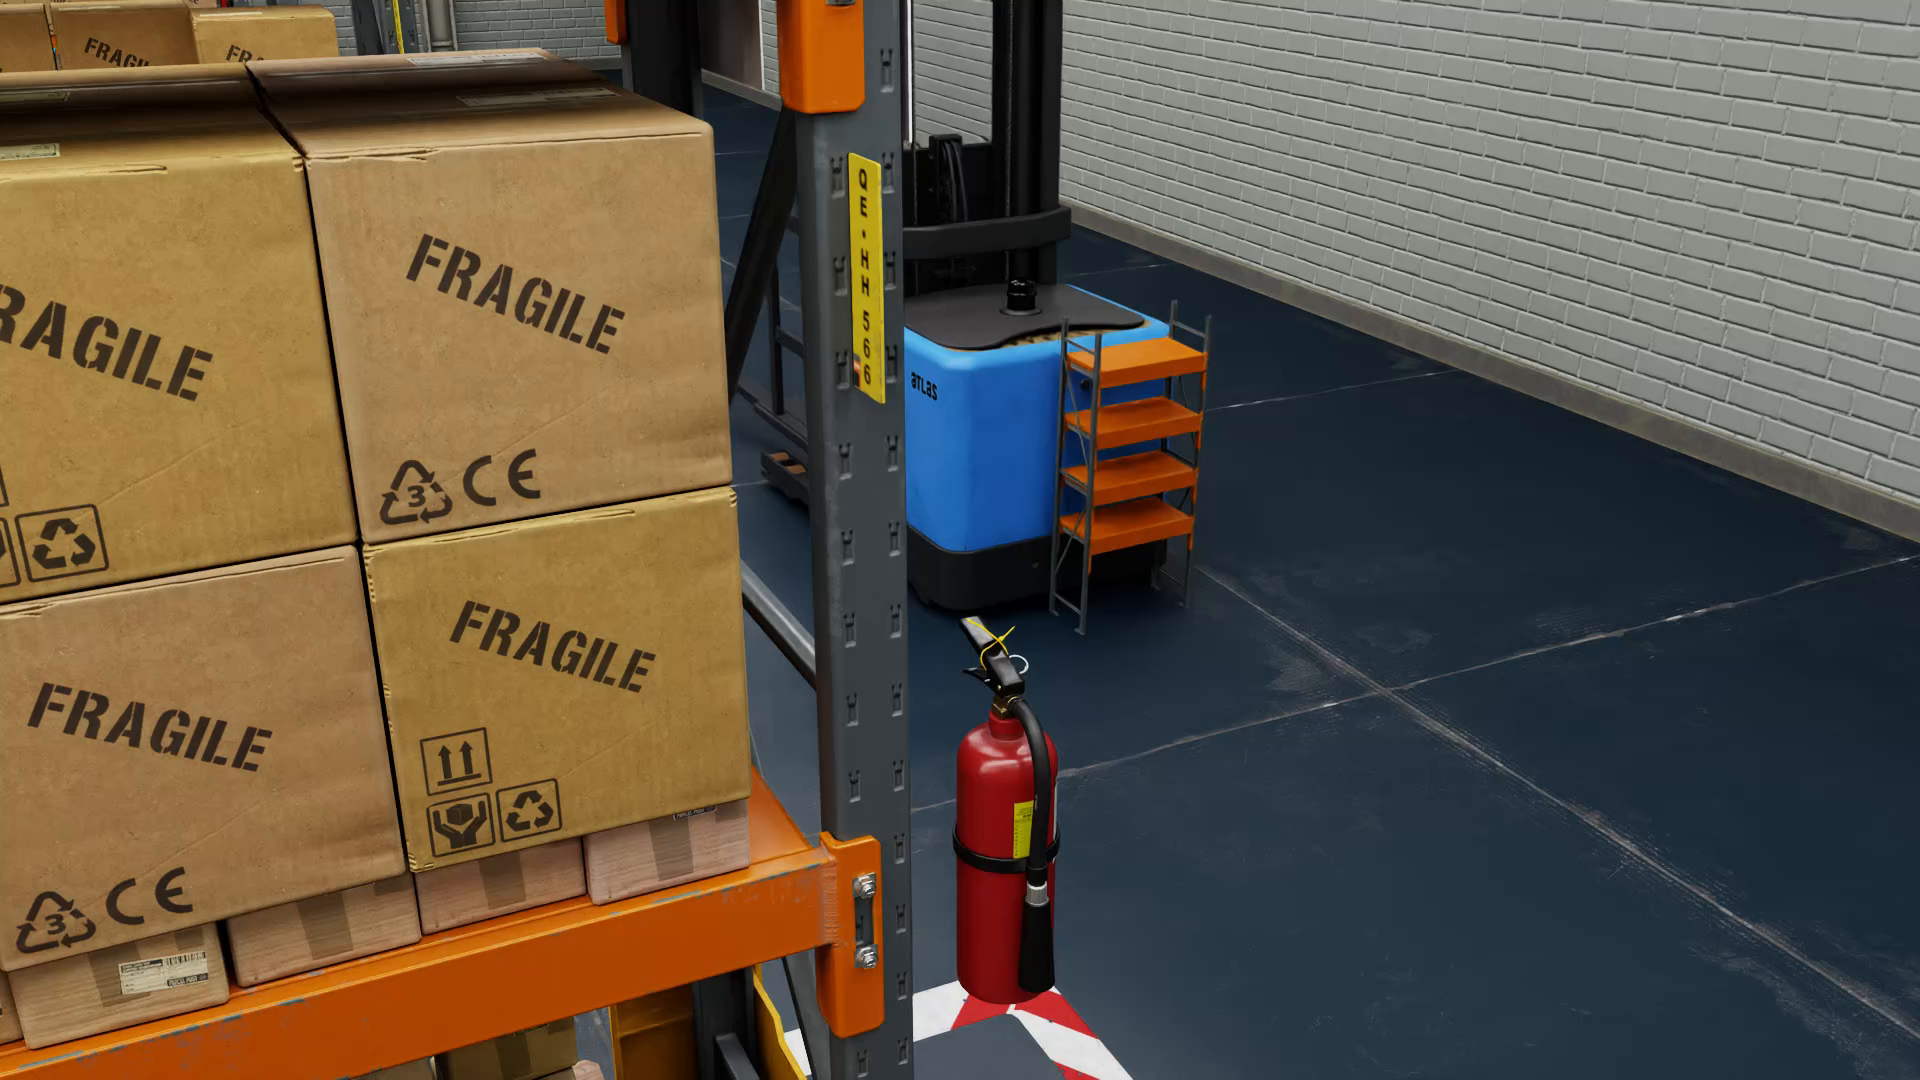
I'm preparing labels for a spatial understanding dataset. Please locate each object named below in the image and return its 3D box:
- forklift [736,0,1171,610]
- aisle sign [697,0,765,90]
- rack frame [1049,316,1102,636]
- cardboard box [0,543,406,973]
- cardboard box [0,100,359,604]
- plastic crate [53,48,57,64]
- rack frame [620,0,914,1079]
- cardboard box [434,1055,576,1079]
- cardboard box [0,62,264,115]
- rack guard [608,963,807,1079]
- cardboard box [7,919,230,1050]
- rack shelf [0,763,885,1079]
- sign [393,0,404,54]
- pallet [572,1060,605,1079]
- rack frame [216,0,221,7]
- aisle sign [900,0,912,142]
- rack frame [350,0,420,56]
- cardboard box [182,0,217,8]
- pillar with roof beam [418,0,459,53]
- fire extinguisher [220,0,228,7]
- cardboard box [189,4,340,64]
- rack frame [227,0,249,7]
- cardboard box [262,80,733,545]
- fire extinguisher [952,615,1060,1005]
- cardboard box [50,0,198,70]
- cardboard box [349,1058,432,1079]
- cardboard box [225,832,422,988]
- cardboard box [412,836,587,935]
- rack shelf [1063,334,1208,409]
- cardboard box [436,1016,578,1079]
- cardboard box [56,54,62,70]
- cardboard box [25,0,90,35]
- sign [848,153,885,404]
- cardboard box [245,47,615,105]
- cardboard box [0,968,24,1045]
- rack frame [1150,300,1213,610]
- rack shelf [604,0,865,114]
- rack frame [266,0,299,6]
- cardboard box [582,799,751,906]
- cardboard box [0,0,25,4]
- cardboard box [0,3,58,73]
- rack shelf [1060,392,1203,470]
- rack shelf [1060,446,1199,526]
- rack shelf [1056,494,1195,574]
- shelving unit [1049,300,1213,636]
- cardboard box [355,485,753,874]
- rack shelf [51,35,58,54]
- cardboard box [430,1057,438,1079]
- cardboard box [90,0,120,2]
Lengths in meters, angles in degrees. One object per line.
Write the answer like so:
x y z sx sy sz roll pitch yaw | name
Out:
-0.282 -1.608 7.302 1.130 2.935 3.031 -11 25 -26 | forklift
-0.413 -1.182 2.786 0.004 0.787 0.394 -10 25 -24 | aisle sign
0.426 -0.225 6.212 0.015 1.200 0.240 -12 28 -27 | rack frame
-1.108 0.197 2.331 0.500 0.500 0.500 -11 25 -24 | cardboard box
-1.110 -0.266 2.143 0.500 0.500 0.500 -11 25 -25 | cardboard box
-6.108 -3.103 10.965 0.300 0.233 0.416 -10 25 -24 | plastic crate
-0.350 0.133 3.007 0.053 2.616 0.949 -10 25 -24 | rack frame
-0.932 1.118 3.416 0.250 0.149 0.380 -9 24 -21 | cardboard box
-1.320 -0.443 2.570 0.500 0.500 0.500 -10 24 -22 | cardboard box
-0.417 1.302 3.452 0.348 0.500 1.175 -10 25 -24 | rack guard
-1.199 0.527 2.383 0.250 0.149 0.380 -10 24 -22 | cardboard box
-2.151 0.798 2.340 4.000 0.370 1.077 -10 25 -24 | rack shelf
-2.186 -2.047 6.450 0.005 0.325 0.100 -10 25 -24 | sign
-1.164 1.558 3.211 1.213 0.211 1.003 -10 25 -24 | pallet
-8.853 -6.713 19.545 0.127 3.000 1.000 -10 25 -24 | rack frame
-0.153 -0.976 2.286 0.004 0.787 0.394 -10 25 -24 | aisle sign
-2.409 -1.592 7.174 0.127 3.000 1.000 -10 25 -24 | rack frame
-6.987 -4.885 14.998 0.500 0.500 0.500 -10 24 -22 | cardboard box
-4.929 -8.747 16.616 0.400 9.000 9.100 -10 25 -24 | pillar with roof beam
-8.517 -6.371 19.308 0.183 0.674 0.296 -10 25 -24 | fire extinguisher
-2.734 -1.835 6.588 0.500 0.500 0.500 -10 25 -23 | cardboard box
-6.702 -5.006 15.423 0.127 3.000 1.000 -10 25 -24 | rack frame
-0.653 -0.350 2.346 0.500 0.500 0.500 -11 25 -25 | cardboard box
0.079 0.460 2.807 0.183 0.674 0.296 -10 25 -24 | fire extinguisher
-3.409 -1.937 6.834 0.500 0.500 0.500 -11 25 -25 | cardboard box
-1.164 1.040 3.217 0.250 0.149 0.380 -10 24 -23 | cardboard box
-0.980 0.477 2.505 0.250 0.149 0.380 -11 25 -24 | cardboard box
-0.760 0.430 2.618 0.250 0.149 0.380 -10 25 -24 | cardboard box
0.646 -0.629 6.160 0.480 0.148 0.258 -12 28 -27 | rack shelf
-0.968 0.952 3.428 0.250 0.149 0.380 -12 25 -26 | cardboard box
-10.345 -5.435 19.177 0.500 0.500 0.700 -11 25 -25 | cardboard box
-7.905 -4.716 14.591 0.500 0.500 0.500 -10 25 -23 | cardboard box
-0.126 -0.352 2.252 0.005 0.325 0.100 -10 25 -24 | sign
-0.868 -0.528 2.778 0.500 0.500 0.500 -11 25 -24 | cardboard box
-1.450 0.561 2.302 0.250 0.149 0.380 -12 25 -26 | cardboard box
0.852 -0.317 6.433 0.015 1.200 0.240 -12 28 -27 | rack frame
-2.151 -0.588 1.766 4.000 0.370 1.077 -10 25 -24 | rack shelf
-4.557 -3.299 11.297 0.127 3.000 1.000 -10 25 -24 | rack frame
-0.520 0.402 2.686 0.250 0.149 0.380 -10 25 -24 | cardboard box
-8.359 -4.633 14.390 0.500 0.500 0.500 -11 25 -24 | cardboard box
-3.873 -1.849 6.622 0.500 0.500 0.500 -11 25 -25 | cardboard box
0.642 -0.413 6.258 0.480 0.148 0.258 -12 28 -27 | rack shelf
0.638 -0.210 6.350 0.480 0.148 0.258 -12 28 -27 | rack shelf
0.634 -0.029 6.432 0.480 0.148 0.258 -12 28 -27 | rack shelf
0.639 -0.271 6.322 0.503 1.200 0.258 -12 28 -27 | shelving unit
-0.642 0.114 2.534 0.500 0.500 0.500 -10 24 -23 | cardboard box
-8.504 -4.342 14.759 4.000 0.370 1.077 -10 25 -24 | rack shelf
-0.960 1.234 3.525 0.250 0.149 0.380 -10 24 -23 | cardboard box
-7.453 -4.797 14.787 0.500 0.500 0.500 -10 25 -23 | cardboard box
